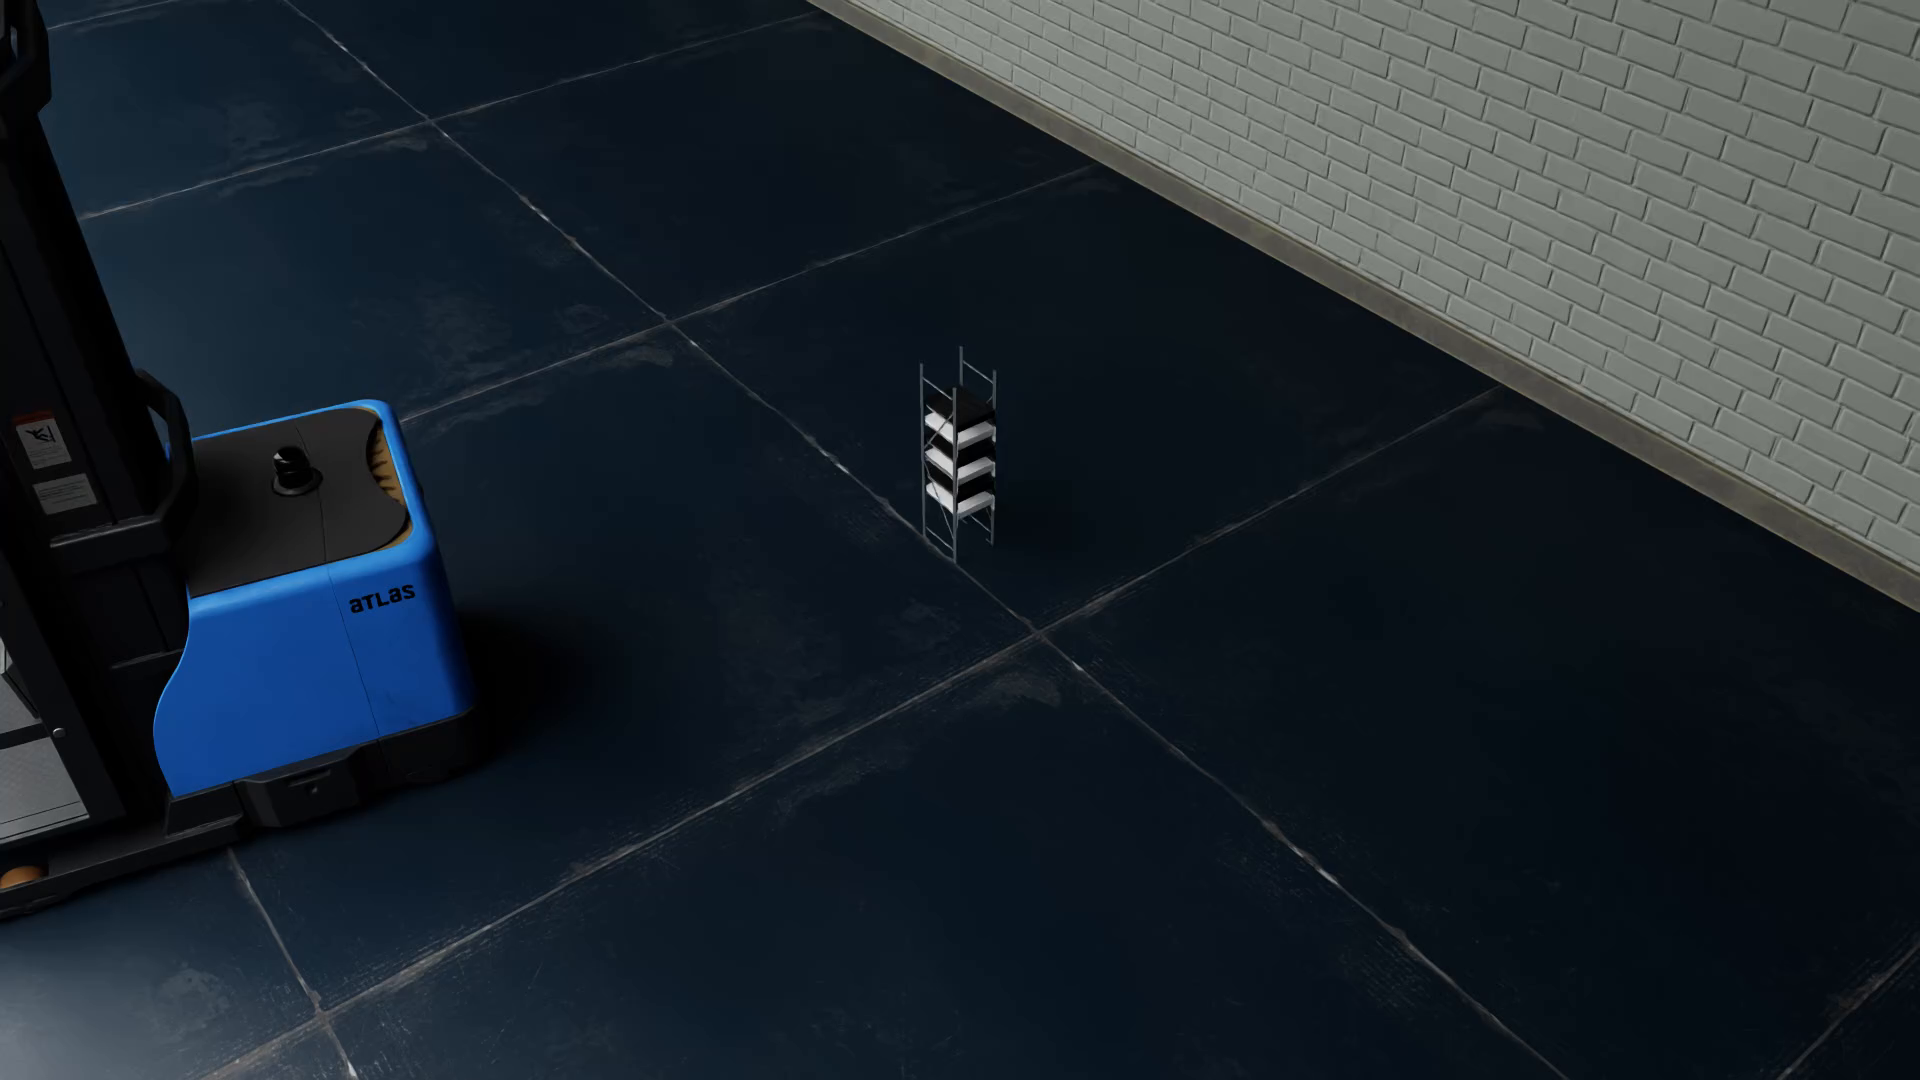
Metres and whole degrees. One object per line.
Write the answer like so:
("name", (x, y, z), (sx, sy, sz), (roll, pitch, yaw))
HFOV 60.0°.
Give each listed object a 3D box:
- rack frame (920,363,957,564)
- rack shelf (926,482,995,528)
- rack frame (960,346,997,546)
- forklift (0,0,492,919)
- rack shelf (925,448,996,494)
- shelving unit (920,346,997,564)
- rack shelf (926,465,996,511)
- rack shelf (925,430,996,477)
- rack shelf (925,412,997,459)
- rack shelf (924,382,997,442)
("rack frame", (-0.087, -0.305, 6.913), (0.006, 0.900, 0.240), (-26, 46, -28))
("rack shelf", (-0.006, -0.180, 7.096), (0.200, 0.077, 0.258), (-26, 46, -28))
("rack frame", (0.074, -0.384, 7.009), (0.006, 0.900, 0.240), (-26, 46, -28))
("forklift", (-3.311, -0.189, 5.169), (3.031, 2.935, 1.130), (-16, 42, -18))
("rack shelf", (-0.006, -0.319, 6.982), (0.200, 0.077, 0.258), (-26, 46, -28))
("shelving unit", (-0.006, -0.345, 6.961), (0.210, 0.900, 0.258), (-26, 46, -28))
("rack shelf", (-0.006, -0.249, 7.039), (0.200, 0.077, 0.258), (-26, 46, -28))
("rack shelf", (-0.006, -0.389, 6.925), (0.200, 0.077, 0.258), (-26, 46, -28))
("rack shelf", (-0.006, -0.458, 6.868), (0.200, 0.077, 0.258), (-26, 46, -28))
("rack shelf", (-0.006, -0.528, 6.811), (0.200, 0.077, 0.258), (-26, 46, -28))
